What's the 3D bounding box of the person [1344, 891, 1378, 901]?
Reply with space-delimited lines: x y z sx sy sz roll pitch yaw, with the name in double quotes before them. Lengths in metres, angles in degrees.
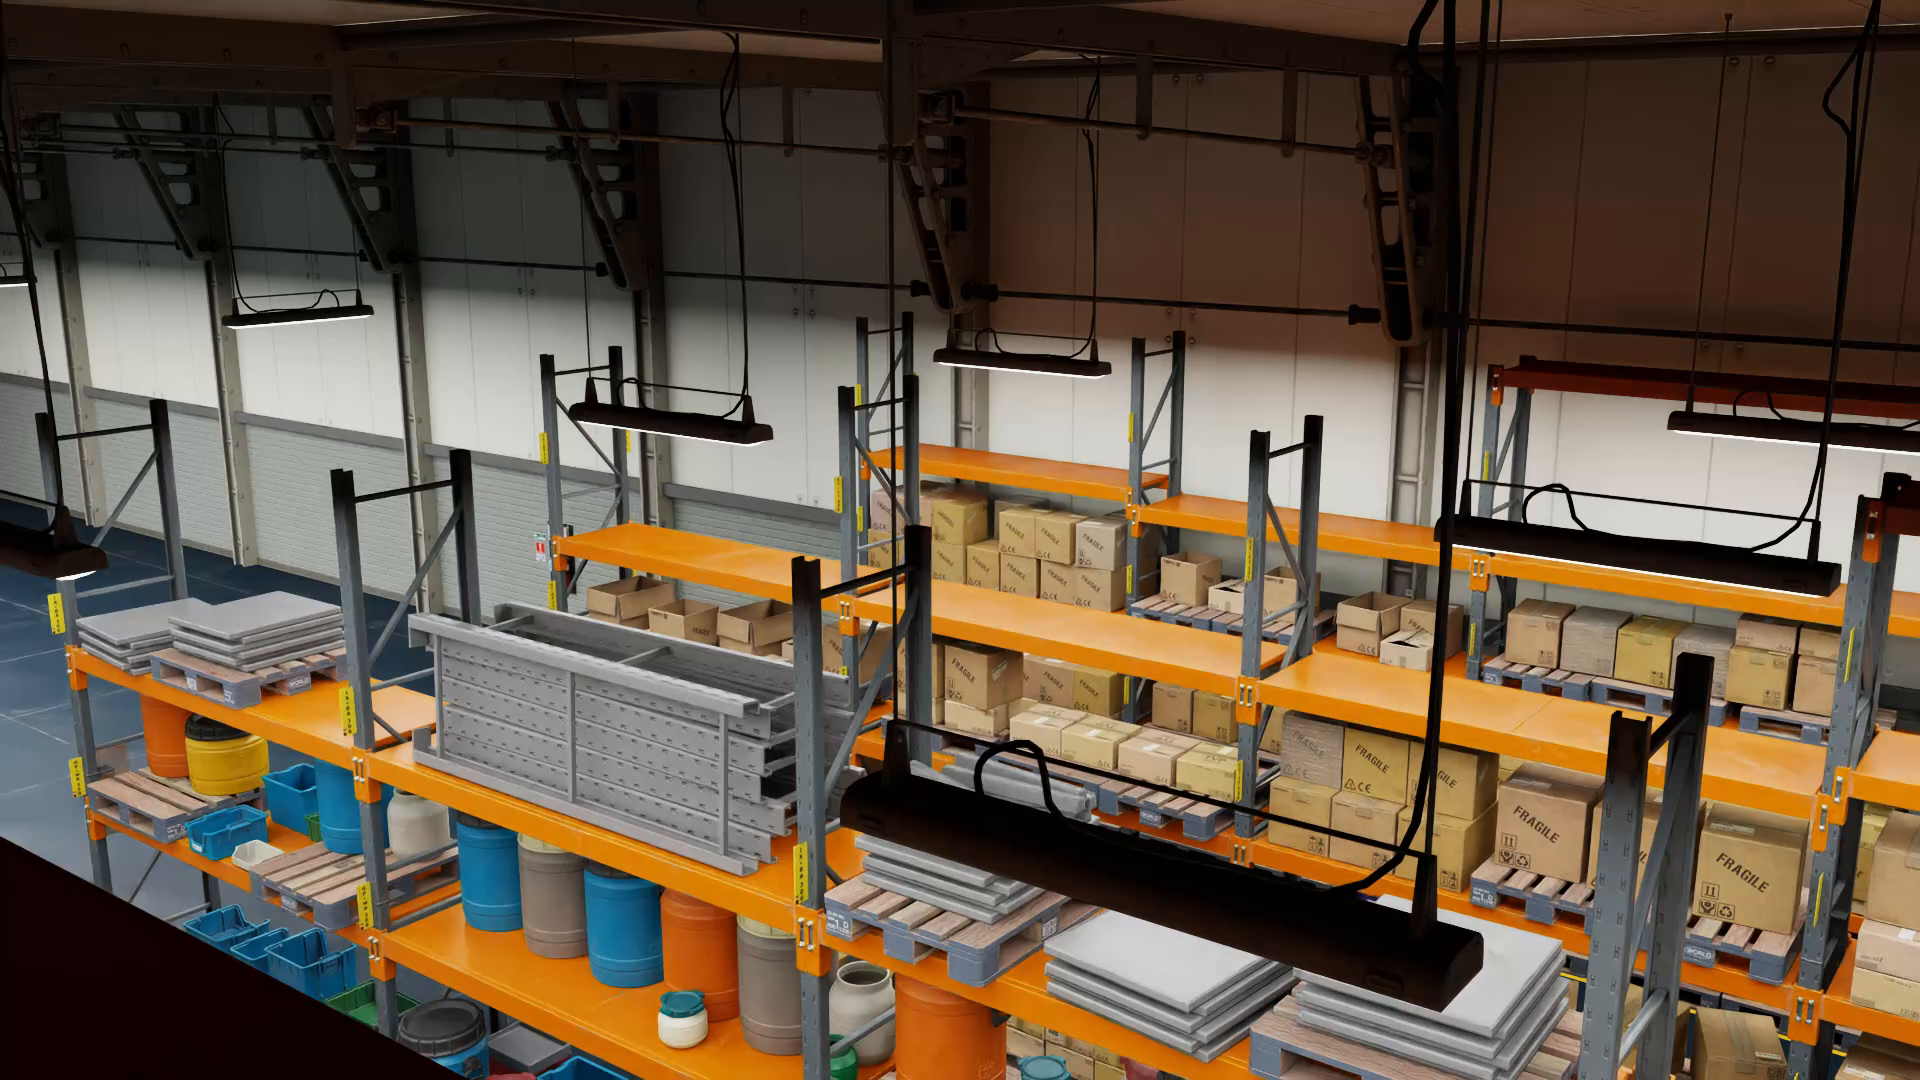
"person" 3.963 3.525 16.480 1.042 1.581 0.490 7 15 27
